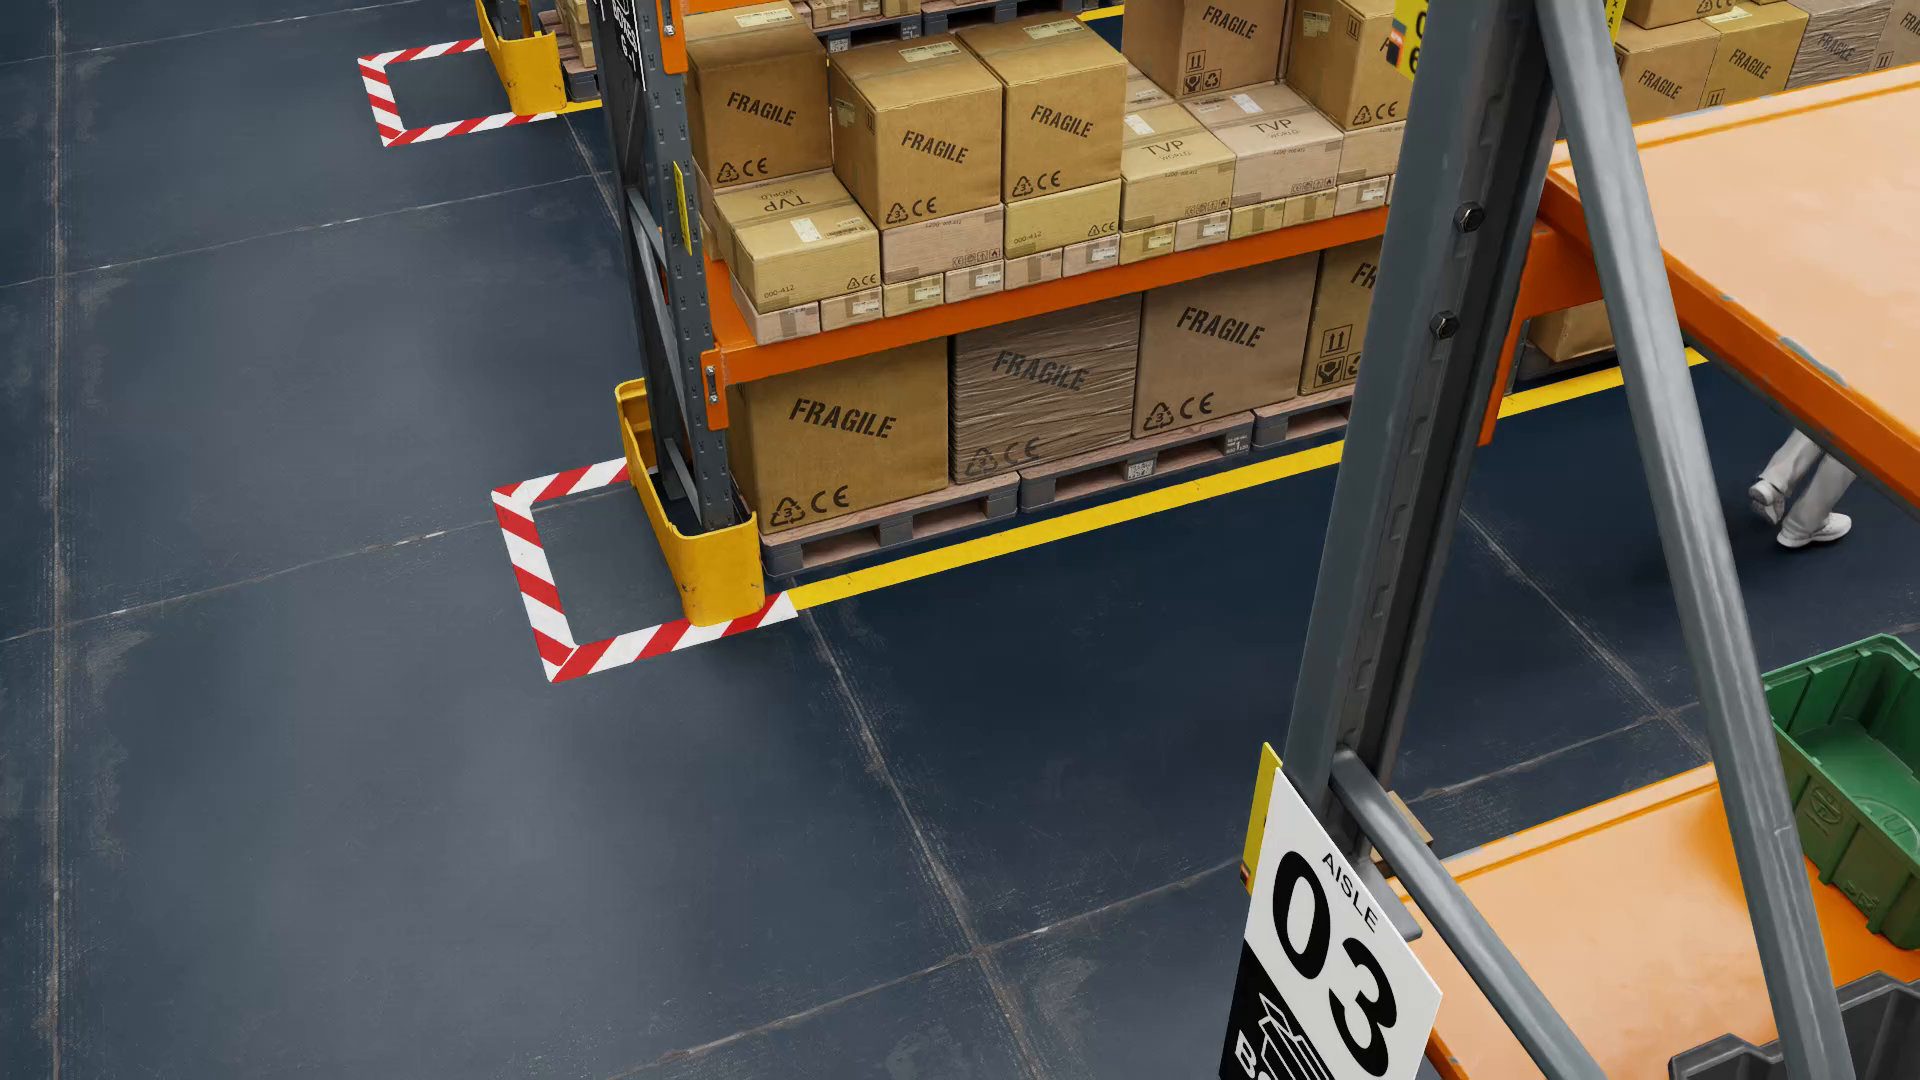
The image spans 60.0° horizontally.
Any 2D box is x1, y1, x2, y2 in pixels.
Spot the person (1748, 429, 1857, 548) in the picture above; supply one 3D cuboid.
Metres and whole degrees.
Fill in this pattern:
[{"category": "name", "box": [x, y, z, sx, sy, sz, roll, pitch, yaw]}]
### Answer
[{"category": "person", "box": [3.779, -0.697, 6.937, 0.526, 1.786, 0.577, -17, 44, -18]}]
